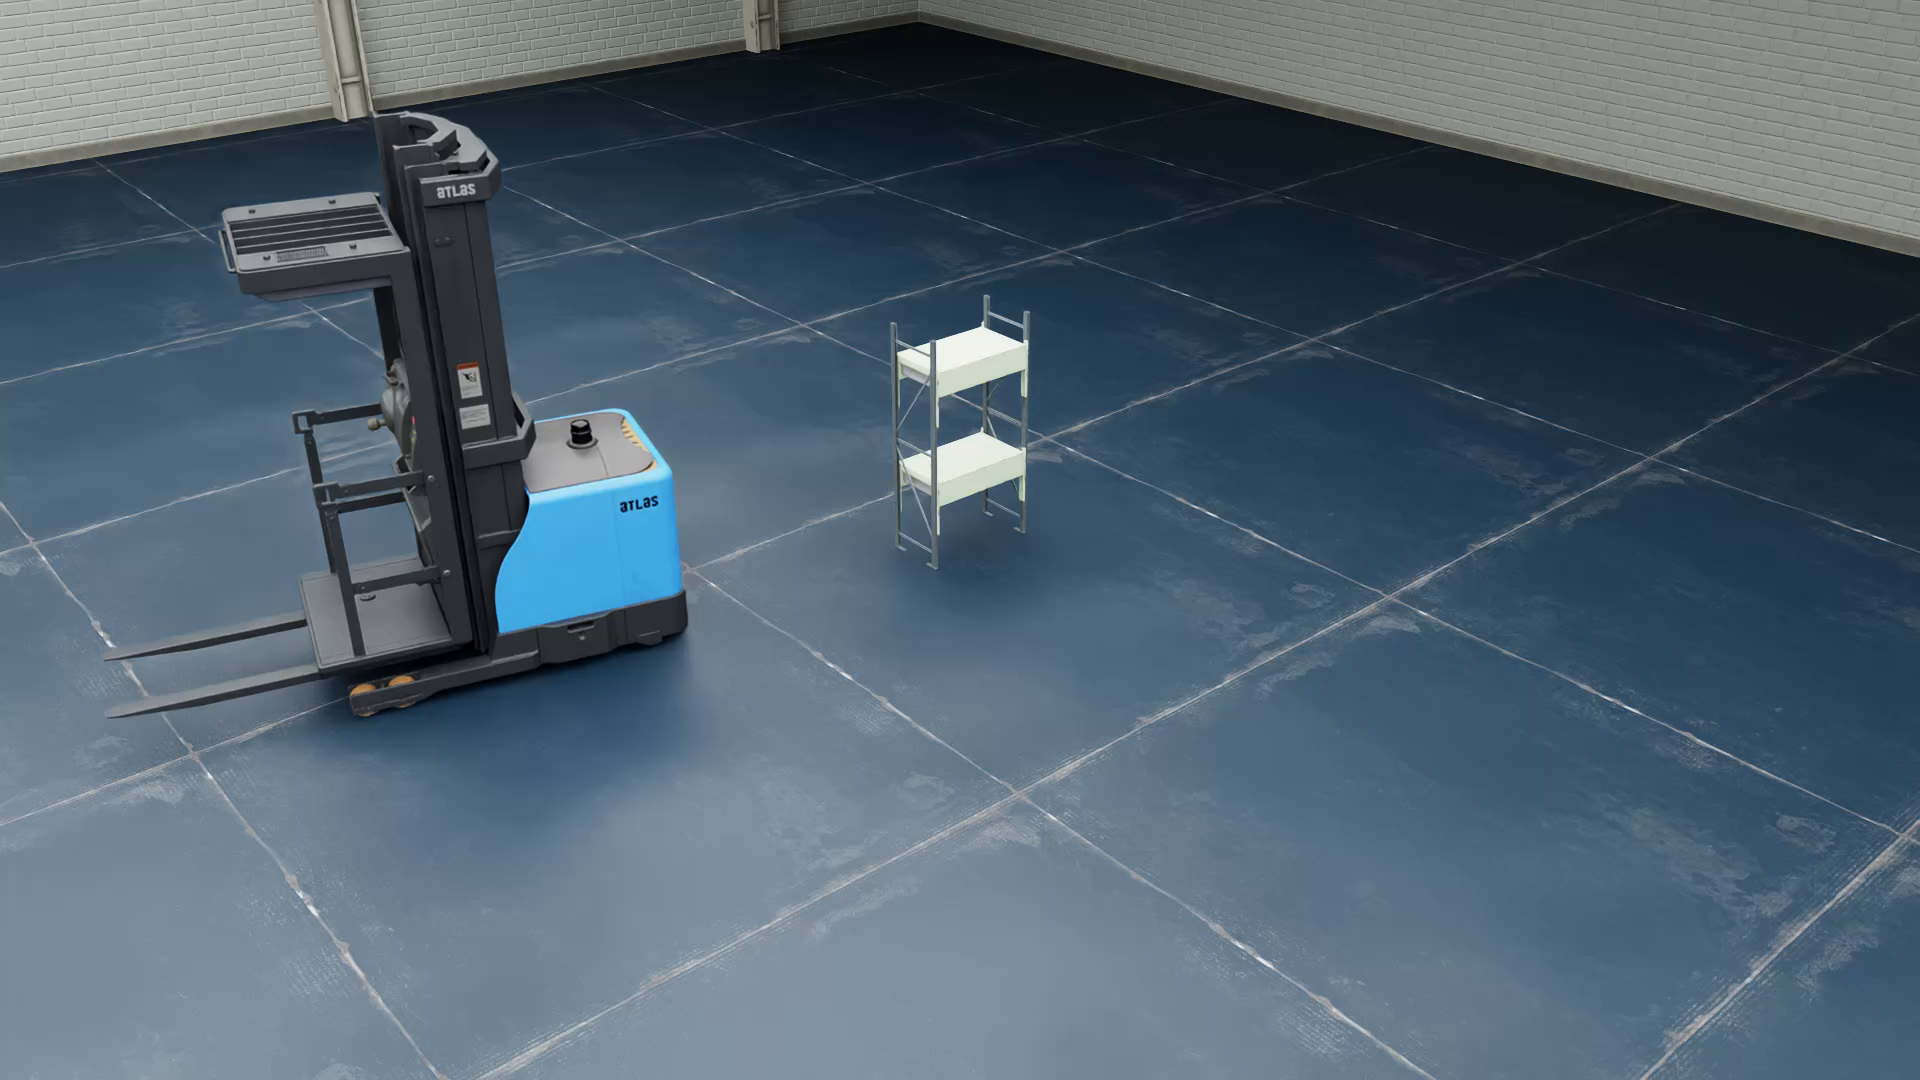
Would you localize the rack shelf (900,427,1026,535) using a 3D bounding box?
[{"bbox_3d":[0.005,-0.376,10.412,0.720,0.370,0.431,-22,35,-35],"label":"rack shelf"}]

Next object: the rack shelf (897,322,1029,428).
[{"bbox_3d":[0.005,-1.008,10.075,0.720,0.370,0.431,-22,35,-35],"label":"rack shelf"}]

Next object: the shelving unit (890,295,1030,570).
[{"bbox_3d":[0.005,-0.664,10.259,0.755,1.500,0.431,-22,35,-35],"label":"shelving unit"}]

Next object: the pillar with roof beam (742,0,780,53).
[{"bbox_3d":[-0.015,-9.412,18.673,0.400,9.000,9.100,-22,35,-35],"label":"pillar with roof beam"}]

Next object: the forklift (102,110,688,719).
[{"bbox_3d":[-3.119,-0.639,8.694,3.031,2.935,1.130,-12,31,-22],"label":"forklift"}]

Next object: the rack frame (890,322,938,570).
[{"bbox_3d":[-0.273,-0.552,10.049,0.023,1.500,0.400,-22,35,-35],"label":"rack frame"}]

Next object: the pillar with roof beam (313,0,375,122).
[{"bbox_3d":[-4.580,-7.577,15.239,0.400,9.000,9.100,-22,35,-35],"label":"pillar with roof beam"}]

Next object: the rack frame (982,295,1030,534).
[{"bbox_3d":[0.284,-0.775,10.468,0.023,1.500,0.400,-22,35,-35],"label":"rack frame"}]
